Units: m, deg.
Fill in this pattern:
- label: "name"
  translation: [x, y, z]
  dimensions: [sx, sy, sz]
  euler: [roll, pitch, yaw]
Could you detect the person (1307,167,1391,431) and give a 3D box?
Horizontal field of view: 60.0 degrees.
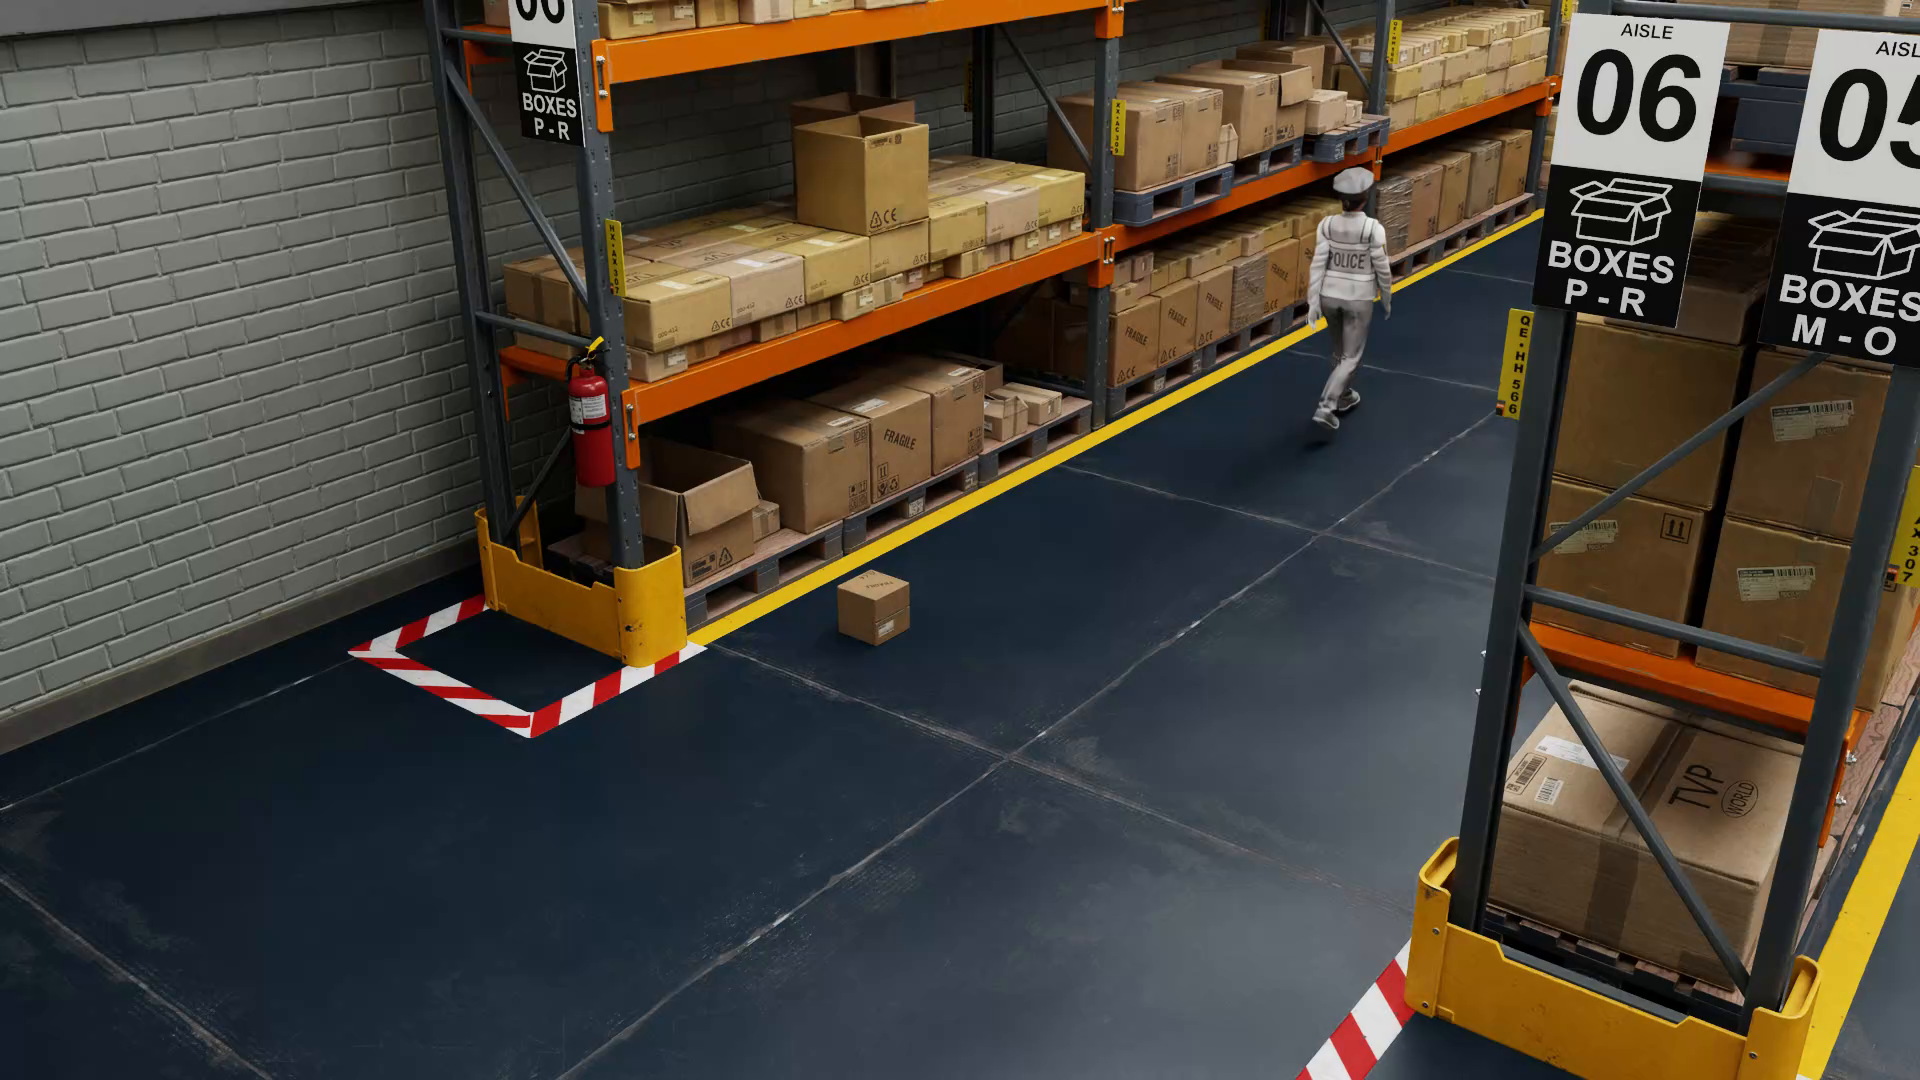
- label: "person"
  translation: [2.465, -1.526, 10.532]
  dimensions: [0.483, 1.645, 0.948]
  euler: [16, 28, 33]
